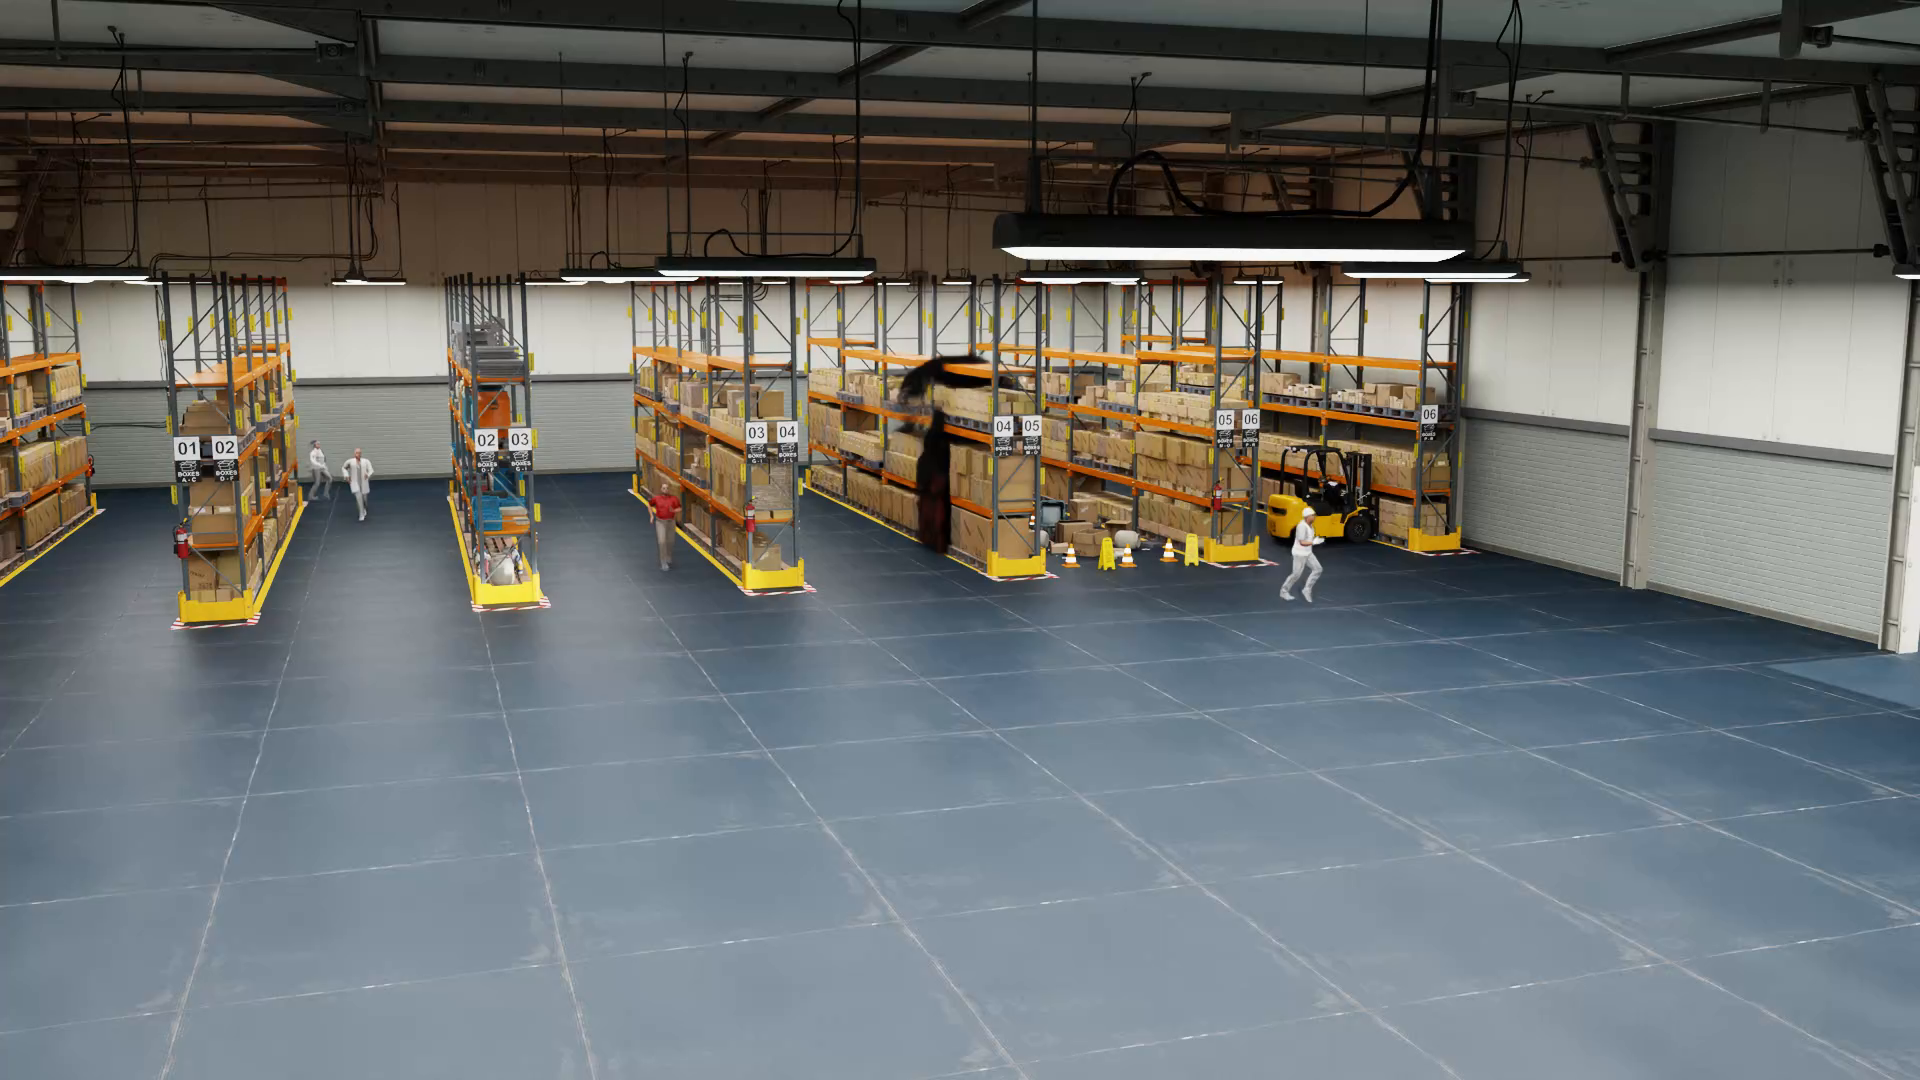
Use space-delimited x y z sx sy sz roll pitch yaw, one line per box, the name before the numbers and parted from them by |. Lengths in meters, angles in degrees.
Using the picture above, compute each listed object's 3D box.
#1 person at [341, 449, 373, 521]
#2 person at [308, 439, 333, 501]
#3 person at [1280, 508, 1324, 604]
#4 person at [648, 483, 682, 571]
person | -15.012 -1.399 41.507 0.735 1.758 0.922 -5 10 -28
person | -17.396 -1.892 45.093 0.650 1.701 0.625 1 9 7
person | 6.260 0.280 30.355 0.832 1.779 0.715 5 10 29
person | -6.047 -0.299 34.229 0.656 1.744 0.922 -3 9 -19
